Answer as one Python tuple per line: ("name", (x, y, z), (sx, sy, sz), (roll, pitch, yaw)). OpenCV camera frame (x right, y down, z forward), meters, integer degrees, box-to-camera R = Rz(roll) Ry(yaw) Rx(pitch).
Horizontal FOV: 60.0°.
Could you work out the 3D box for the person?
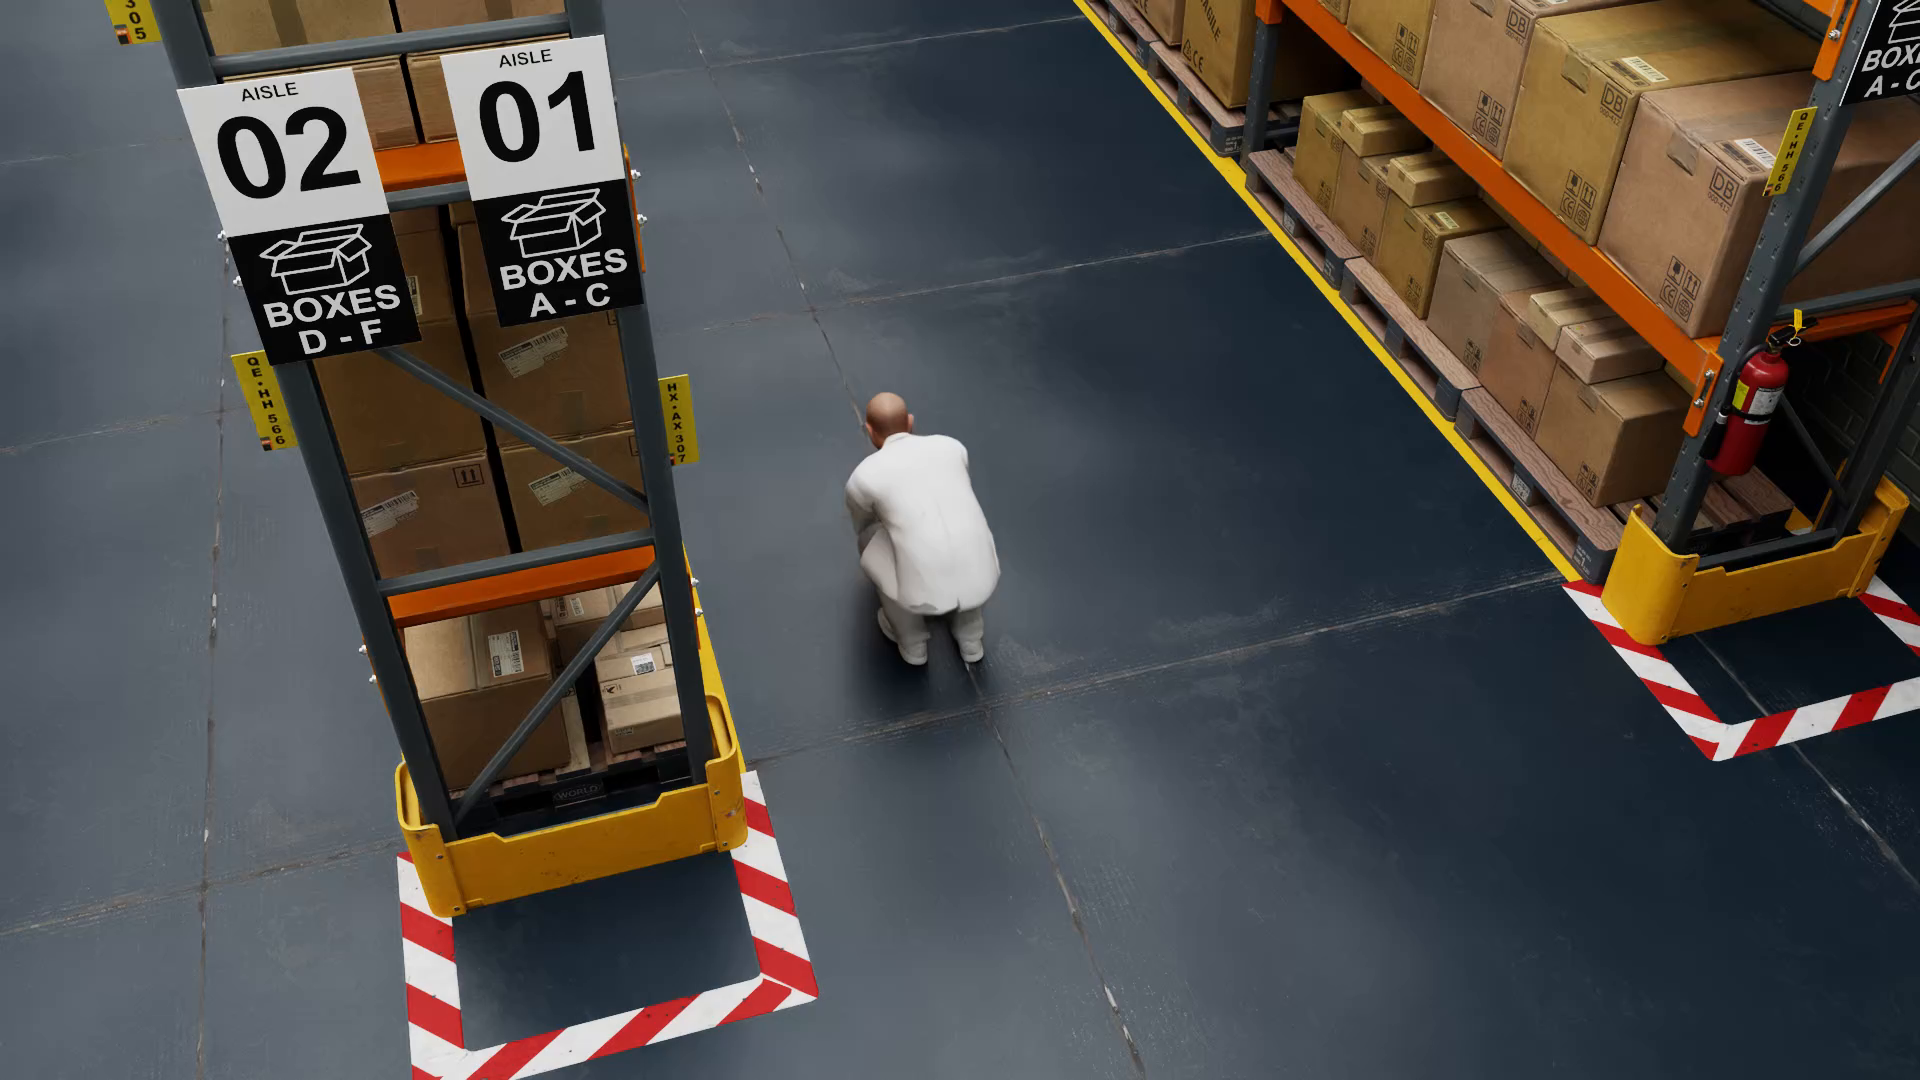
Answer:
("person", (-0.163, -0.040, 6.820), (0.579, 0.981, 0.936), (-13, 43, -14))
